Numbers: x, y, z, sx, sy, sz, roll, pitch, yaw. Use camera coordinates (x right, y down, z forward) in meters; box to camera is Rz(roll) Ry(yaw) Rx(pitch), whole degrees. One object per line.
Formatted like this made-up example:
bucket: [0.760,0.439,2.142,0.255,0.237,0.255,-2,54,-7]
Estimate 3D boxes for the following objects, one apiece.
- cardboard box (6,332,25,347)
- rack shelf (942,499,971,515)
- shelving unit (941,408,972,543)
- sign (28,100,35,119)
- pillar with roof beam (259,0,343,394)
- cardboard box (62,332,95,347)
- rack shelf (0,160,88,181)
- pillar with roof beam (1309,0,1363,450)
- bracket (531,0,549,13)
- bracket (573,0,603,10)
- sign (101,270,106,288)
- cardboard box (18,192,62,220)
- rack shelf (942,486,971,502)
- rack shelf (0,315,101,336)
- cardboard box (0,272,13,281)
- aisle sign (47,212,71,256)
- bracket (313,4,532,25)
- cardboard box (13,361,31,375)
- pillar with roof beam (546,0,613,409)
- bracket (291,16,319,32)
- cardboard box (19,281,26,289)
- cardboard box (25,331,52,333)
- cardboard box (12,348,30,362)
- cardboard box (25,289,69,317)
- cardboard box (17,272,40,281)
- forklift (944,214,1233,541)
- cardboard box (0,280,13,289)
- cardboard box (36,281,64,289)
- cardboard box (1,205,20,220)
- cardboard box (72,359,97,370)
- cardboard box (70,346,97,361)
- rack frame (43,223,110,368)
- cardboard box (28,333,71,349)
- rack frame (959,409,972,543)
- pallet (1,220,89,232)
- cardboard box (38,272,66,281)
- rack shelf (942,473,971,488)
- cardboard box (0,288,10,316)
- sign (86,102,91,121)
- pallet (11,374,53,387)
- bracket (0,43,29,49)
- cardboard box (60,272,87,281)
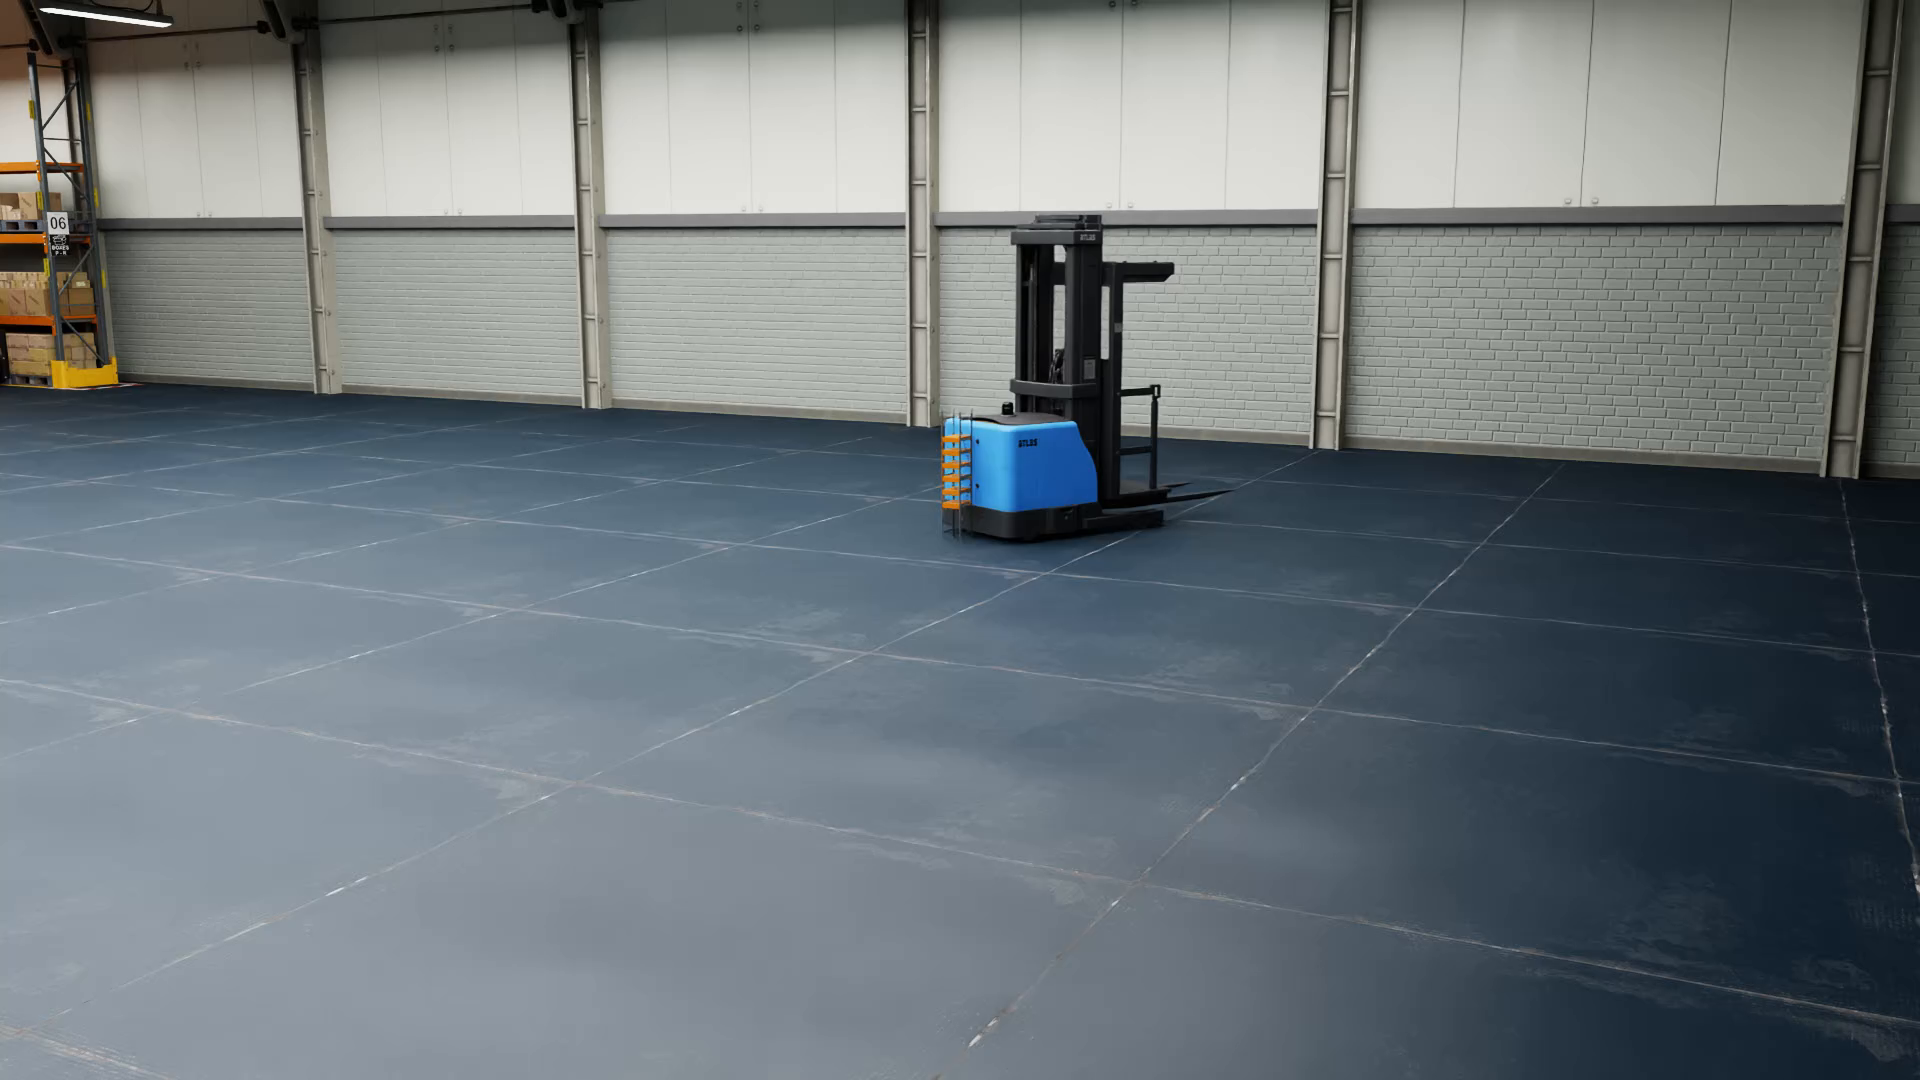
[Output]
cardboard box: [-17.927,-3.793,31.500,0.500,0.250,0.500,5,11,27]
rack shelf: [-0.027,-0.305,15.142,0.180,0.103,0.258,5,12,27]
shelving unit: [-0.027,-0.585,15.091,0.189,1.200,0.258,5,12,27]
sign: [-16.712,-7.749,29.931,0.005,0.325,0.100,5,11,26]
pillar with roof beam: [-13.208,-6.374,25.181,0.548,9.000,9.100,5,11,26]
cardboard box: [-16.806,-3.797,31.523,0.500,0.250,0.500,5,11,25]
rack shelf: [-18.252,-6.942,31.464,4.000,0.370,1.077,5,11,26]
pillar with roof beam: [2.934,-4.956,17.344,0.400,9.000,9.100,5,11,26]
bracket: [-6.452,-8.336,25.914,0.430,0.232,0.235,5,11,26]
bracket: [-5.708,-8.271,25.553,0.430,0.232,0.235,5,11,26]
sign: [-16.208,-4.937,31.431,0.005,0.325,0.100,5,11,26]
cardboard box: [-16.964,-6.161,30.683,0.500,0.500,0.500,5,12,28]
rack shelf: [-0.027,-0.423,15.120,0.180,0.103,0.258,5,12,27]
rack shelf: [-18.252,-4.187,31.963,4.000,0.370,1.077,5,11,26]
cardboard box: [-17.828,-4.958,31.264,0.250,0.149,0.380,5,12,27]
aisle sign: [-16.530,-5.611,30.509,0.004,0.787,0.394,5,11,26]
bracket: [-8.763,-8.539,27.036,4.783,0.066,0.076,5,11,26]
cardboard box: [-17.462,-3.264,31.386,0.500,0.250,0.500,5,11,26]
pillar with roof beam: [-7.828,-5.901,22.568,0.548,9.000,9.100,5,11,26]
bracket: [-11.089,-8.743,28.165,0.430,0.232,0.235,5,11,26]
cardboard box: [-17.342,-4.780,31.117,0.250,0.149,0.380,5,12,27]
cardboard box: [-17.699,-3.877,31.964,0.500,0.250,0.500,5,11,25]
cardboard box: [-17.479,-3.513,31.355,0.500,0.250,0.500,5,11,25]
cardboard box: [-17.016,-4.430,31.001,0.500,0.500,0.500,5,11,25]
cardboard box: [-17.355,-4.924,31.075,0.250,0.149,0.380,5,12,27]
forklift: [1.336,-1.614,15.917,3.031,2.935,1.130,-8,13,-36]
cardboard box: [-17.819,-4.815,31.310,0.250,0.149,0.380,5,11,24]
cardboard box: [-16.894,-4.734,30.865,0.250,0.149,0.380,5,11,27]
cardboard box: [-17.564,-6.086,30.930,0.258,0.266,0.396,5,11,26]
cardboard box: [-16.813,-3.307,31.622,0.500,0.250,0.500,5,11,26]
cardboard box: [-16.788,-3.553,31.579,0.500,0.250,0.500,5,12,27]
rack frame: [-16.459,-4.383,31.028,0.127,3.000,1.000,5,11,26]
cardboard box: [-17.010,-3.716,31.072,0.500,0.250,0.500,5,12,28]
rack frame: [0.054,-0.577,15.049,0.006,1.200,0.240,5,12,27]
pallet: [-17.081,-5.876,31.099,1.213,0.211,1.003,5,11,26]
cardboard box: [-16.873,-4.893,30.905,0.250,0.149,0.380,5,11,26]
rack shelf: [-0.027,-0.541,15.099,0.180,0.103,0.258,5,12,27]
cardboard box: [-17.937,-4.512,31.458,0.500,0.500,0.500,5,11,25]
sign: [-16.208,-7.961,30.883,0.005,0.325,0.100,5,11,26]
pallet: [-17.163,-3.065,31.572,1.213,0.211,1.003,5,11,26]
bracket: [-19.524,-9.485,32.261,4.783,0.066,0.076,5,11,26]
cardboard box: [-16.665,-4.959,31.269,0.250,0.149,0.380,5,11,25]
